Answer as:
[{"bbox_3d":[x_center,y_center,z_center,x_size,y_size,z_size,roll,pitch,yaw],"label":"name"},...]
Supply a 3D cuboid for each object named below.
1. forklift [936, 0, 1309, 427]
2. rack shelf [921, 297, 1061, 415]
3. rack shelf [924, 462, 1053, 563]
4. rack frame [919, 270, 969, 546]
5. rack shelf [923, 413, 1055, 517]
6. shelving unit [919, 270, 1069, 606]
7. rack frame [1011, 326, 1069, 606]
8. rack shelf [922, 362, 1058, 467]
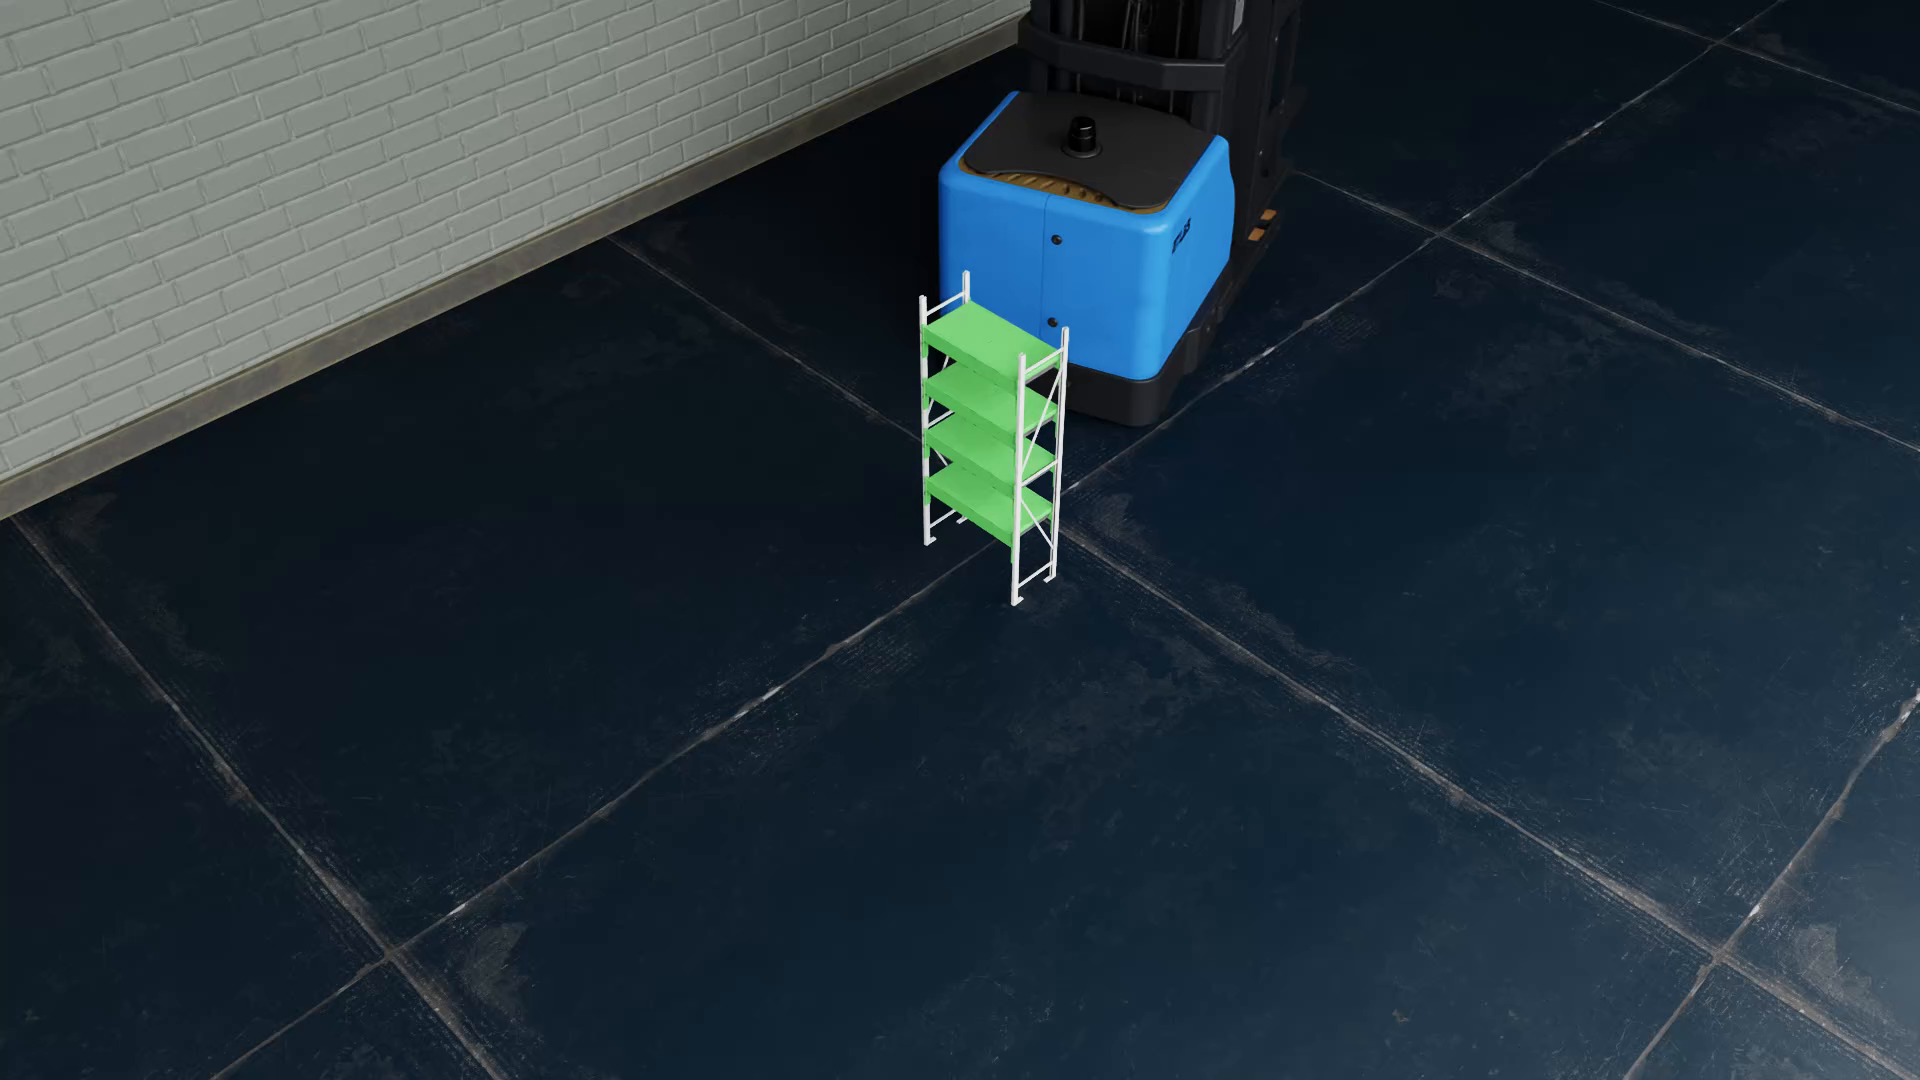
[{"bbox_3d":[0.971,-2.570,7.372,1.130,2.935,3.031,17,46,18],"label":"forklift"},{"bbox_3d":[0.117,-0.667,5.974,0.258,0.148,0.480,-34,53,-31],"label":"rack shelf"},{"bbox_3d":[0.117,-0.138,6.463,0.258,0.148,0.480,-34,53,-31],"label":"rack shelf"},{"bbox_3d":[-0.055,-0.478,6.384,0.240,1.200,0.015,-34,53,-31],"label":"rack frame"},{"bbox_3d":[0.117,-0.314,6.300,0.258,0.148,0.480,-34,53,-31],"label":"rack shelf"},{"bbox_3d":[0.117,-0.361,6.257,0.258,1.200,0.503,-34,53,-31],"label":"shelving unit"},{"bbox_3d":[0.289,-0.244,6.130,0.240,1.200,0.015,-34,53,-31],"label":"rack frame"},{"bbox_3d":[0.117,-0.490,6.137,0.258,0.148,0.480,-34,53,-31],"label":"rack shelf"}]
